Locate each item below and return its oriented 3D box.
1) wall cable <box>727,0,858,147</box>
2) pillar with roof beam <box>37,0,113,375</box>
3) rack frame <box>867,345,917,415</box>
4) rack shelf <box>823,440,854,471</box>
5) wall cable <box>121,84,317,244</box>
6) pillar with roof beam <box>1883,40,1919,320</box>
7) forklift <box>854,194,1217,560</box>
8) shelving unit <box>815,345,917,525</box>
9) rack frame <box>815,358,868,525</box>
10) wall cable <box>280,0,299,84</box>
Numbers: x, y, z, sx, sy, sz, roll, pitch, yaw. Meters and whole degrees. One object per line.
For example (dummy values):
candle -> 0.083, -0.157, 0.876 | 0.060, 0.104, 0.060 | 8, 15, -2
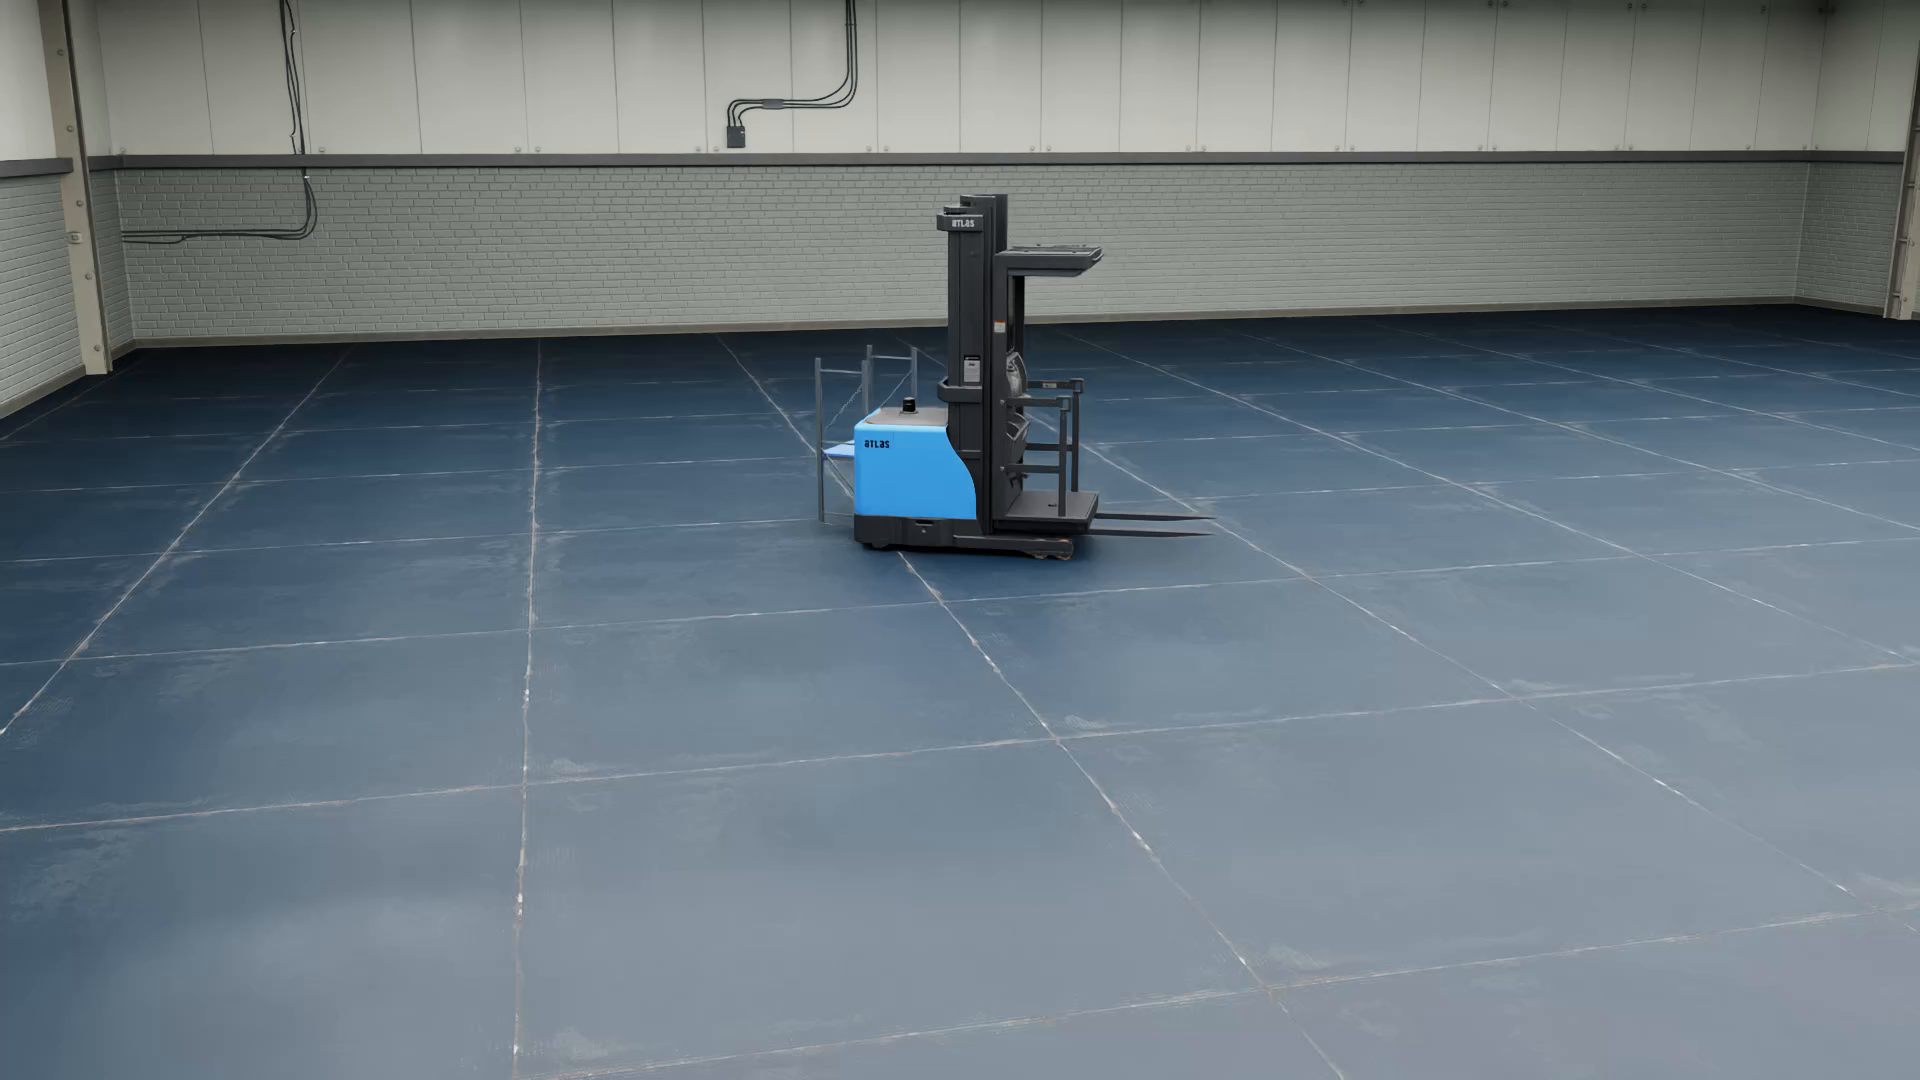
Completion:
wall cable -> -2.897, -9.777, 28.318 | 2.305, 6.003, 0.169 | -3, 14, -13
pillar with roof beam -> -8.538, -7.086, 24.469 | 9.100, 9.000, 0.400 | -3, 14, -13
rack frame -> -0.637, -1.075, 15.665 | 0.500, 1.500, 0.032 | 6, 15, 23
rack shelf -> -0.840, -0.789, 15.255 | 0.538, 0.185, 1.000 | 6, 15, 23
wall cable -> -12.129, -6.091, 26.939 | 3.097, 2.526, 0.112 | -3, 14, -13
pillar with roof beam -> 13.712, -8.362, 29.691 | 9.100, 9.000, 0.400 | -3, 14, -13
forklift -> 0.665, -1.396, 13.967 | 3.031, 2.935, 1.130 | 2, 14, 10
shelving unit -> -0.840, -0.964, 15.212 | 0.538, 1.500, 1.048 | 6, 15, 23
rack frame -> -1.043, -0.853, 14.760 | 0.500, 1.500, 0.032 | 6, 15, 23
wall cable -> -9.499, -8.695, 26.957 | 3.097, 2.526, 0.112 | -3, 14, -13
